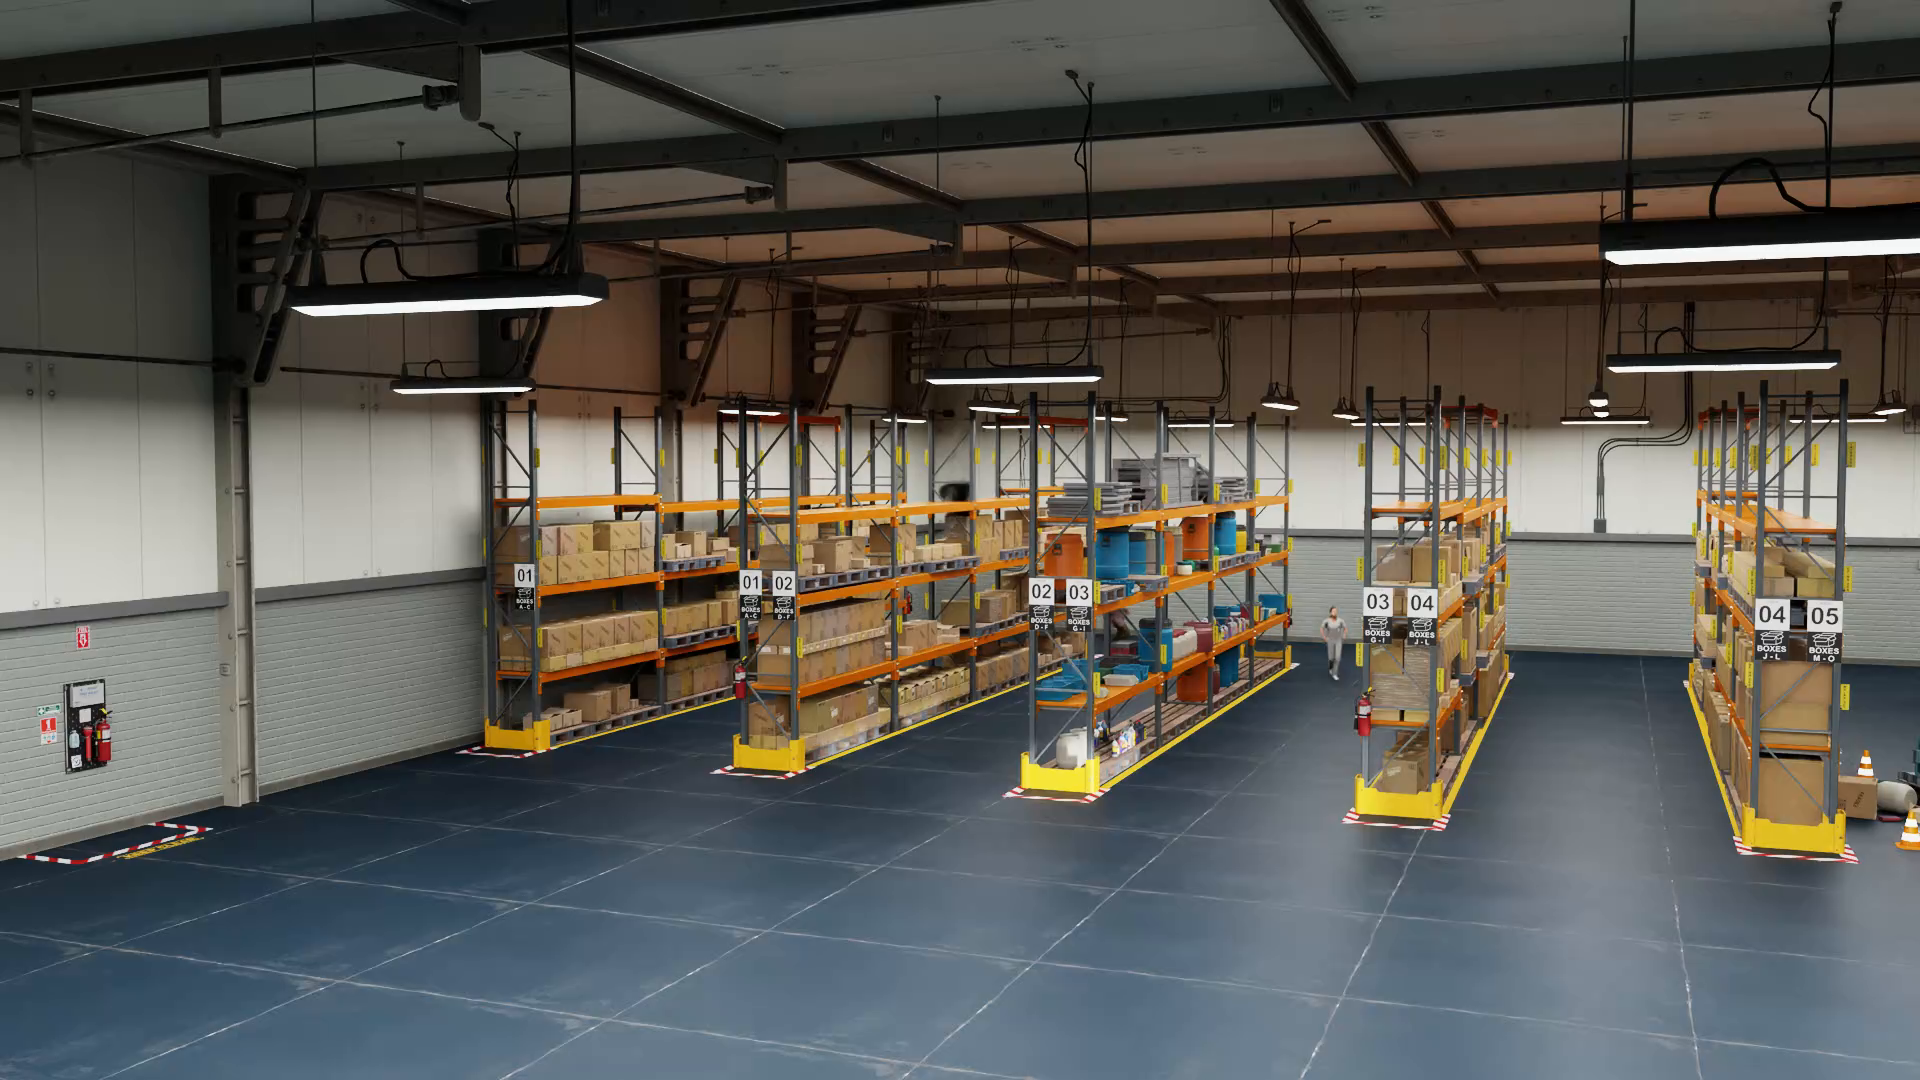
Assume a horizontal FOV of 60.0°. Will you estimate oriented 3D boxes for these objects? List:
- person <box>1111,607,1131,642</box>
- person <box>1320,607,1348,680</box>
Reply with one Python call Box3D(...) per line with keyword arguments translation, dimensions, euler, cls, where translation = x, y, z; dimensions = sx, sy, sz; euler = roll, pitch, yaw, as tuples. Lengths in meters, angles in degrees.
Box3D(translation=(4.044, 2.062, 42.404), dimensions=(0.737, 1.791, 0.754), euler=(2, 3, 33), cls="person")
Box3D(translation=(8.504, 2.337, 37.765), dimensions=(0.615, 1.645, 0.602), euler=(0, 3, 2), cls="person")
